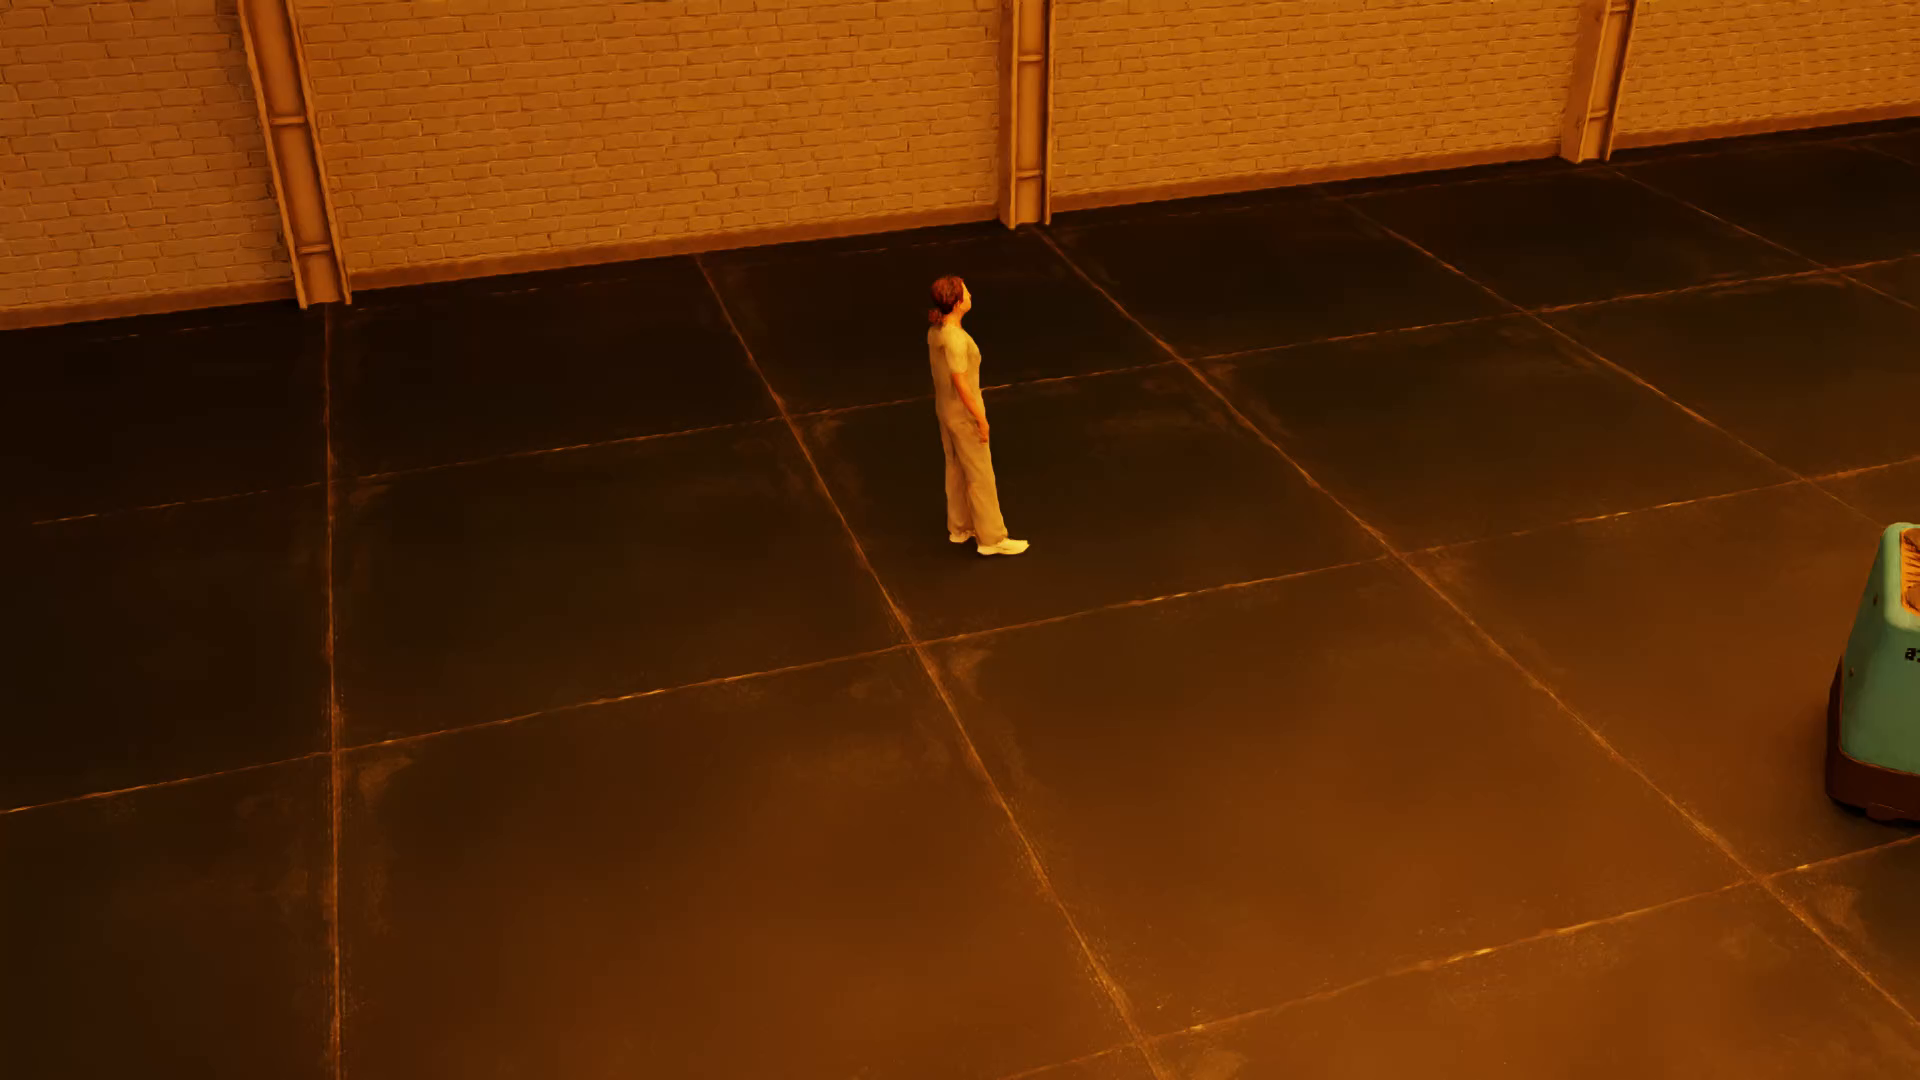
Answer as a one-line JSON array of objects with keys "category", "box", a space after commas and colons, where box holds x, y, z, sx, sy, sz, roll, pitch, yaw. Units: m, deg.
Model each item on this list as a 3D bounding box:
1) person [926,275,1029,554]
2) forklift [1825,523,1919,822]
[{"category": "person", "box": [0.074, -0.738, 9.614, 0.548, 1.674, 0.550, -10, 31, -16]}, {"category": "forklift", "box": [5.637, 0.092, 6.928, 3.031, 2.935, 1.130, 13, 33, 22]}]
